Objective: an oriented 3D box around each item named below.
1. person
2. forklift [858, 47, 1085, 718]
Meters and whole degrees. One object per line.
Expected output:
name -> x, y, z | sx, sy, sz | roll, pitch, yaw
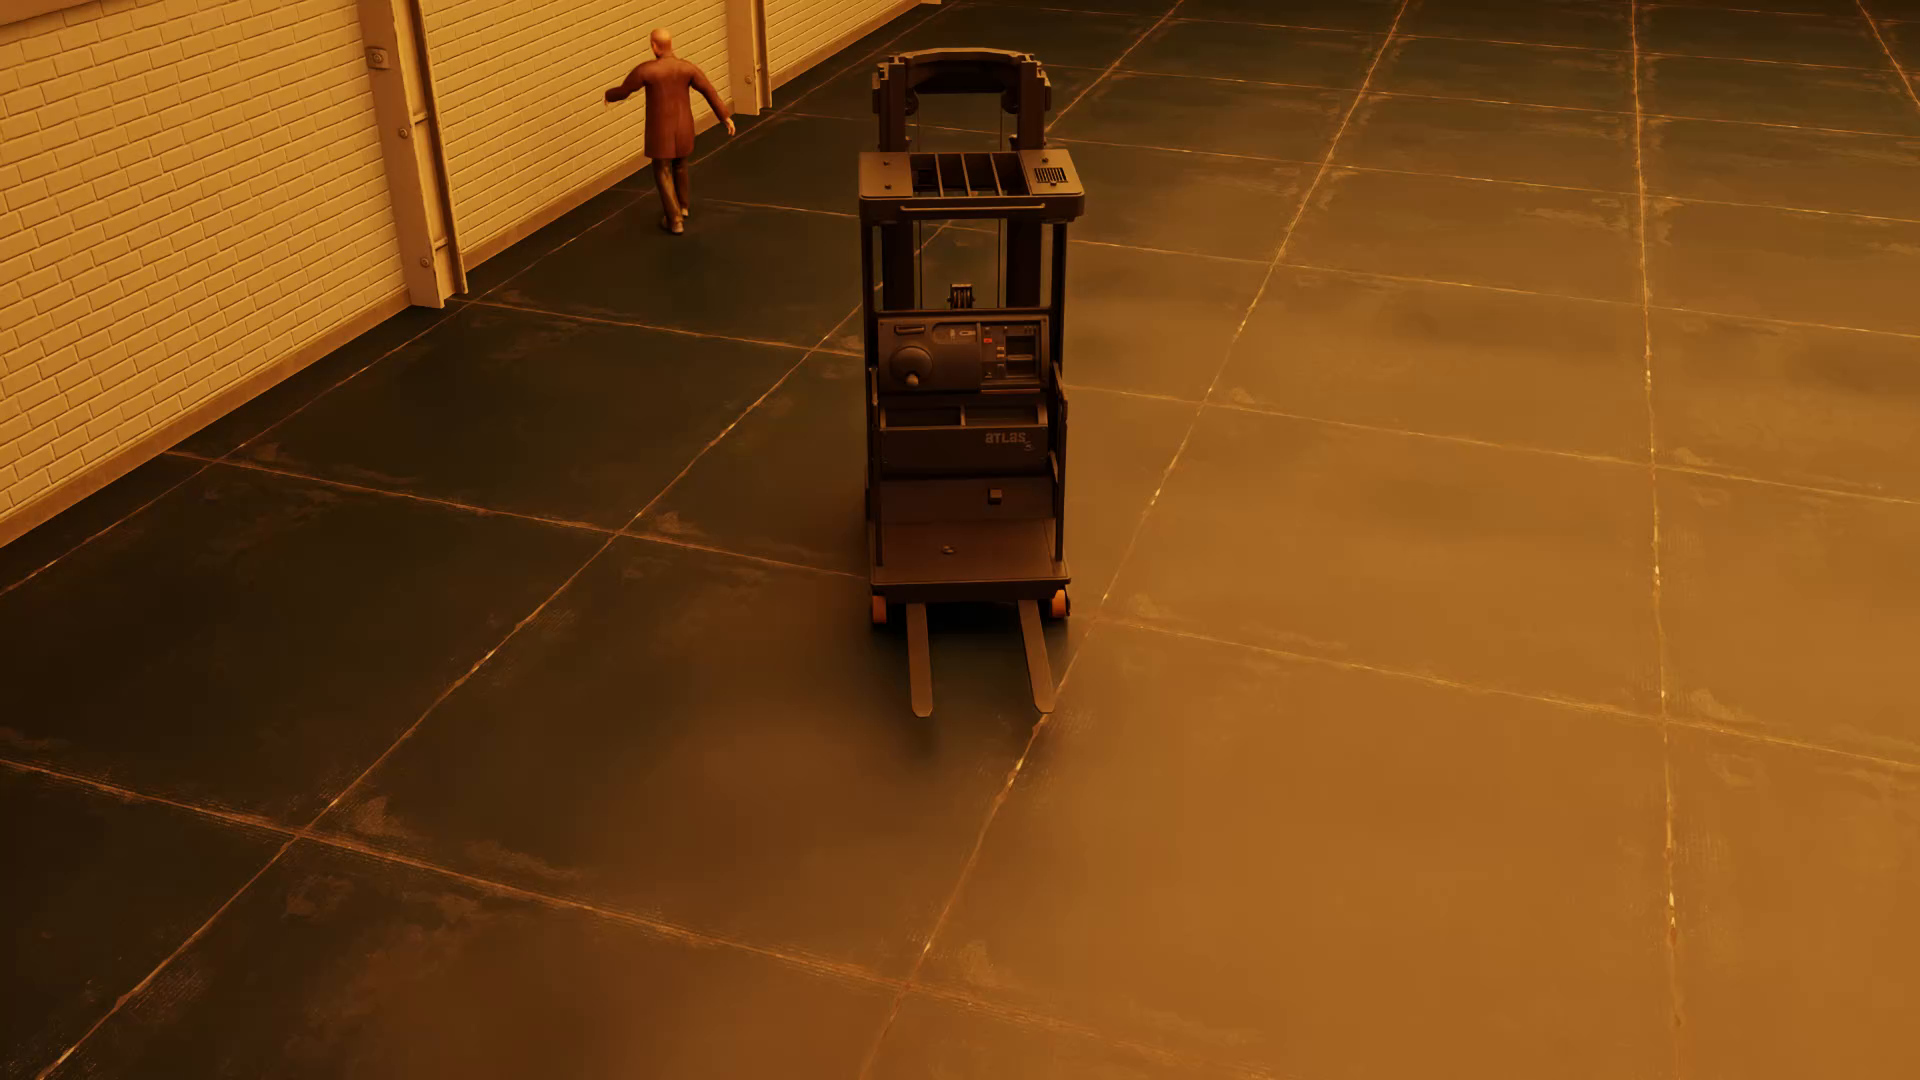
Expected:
person -> -2.568, -3.678, 14.804 | 1.032, 1.760, 0.799 | -13, 32, -22
forklift -> 0.035, -0.972, 8.842 | 1.130, 2.935, 3.031 | -2, 30, -3
